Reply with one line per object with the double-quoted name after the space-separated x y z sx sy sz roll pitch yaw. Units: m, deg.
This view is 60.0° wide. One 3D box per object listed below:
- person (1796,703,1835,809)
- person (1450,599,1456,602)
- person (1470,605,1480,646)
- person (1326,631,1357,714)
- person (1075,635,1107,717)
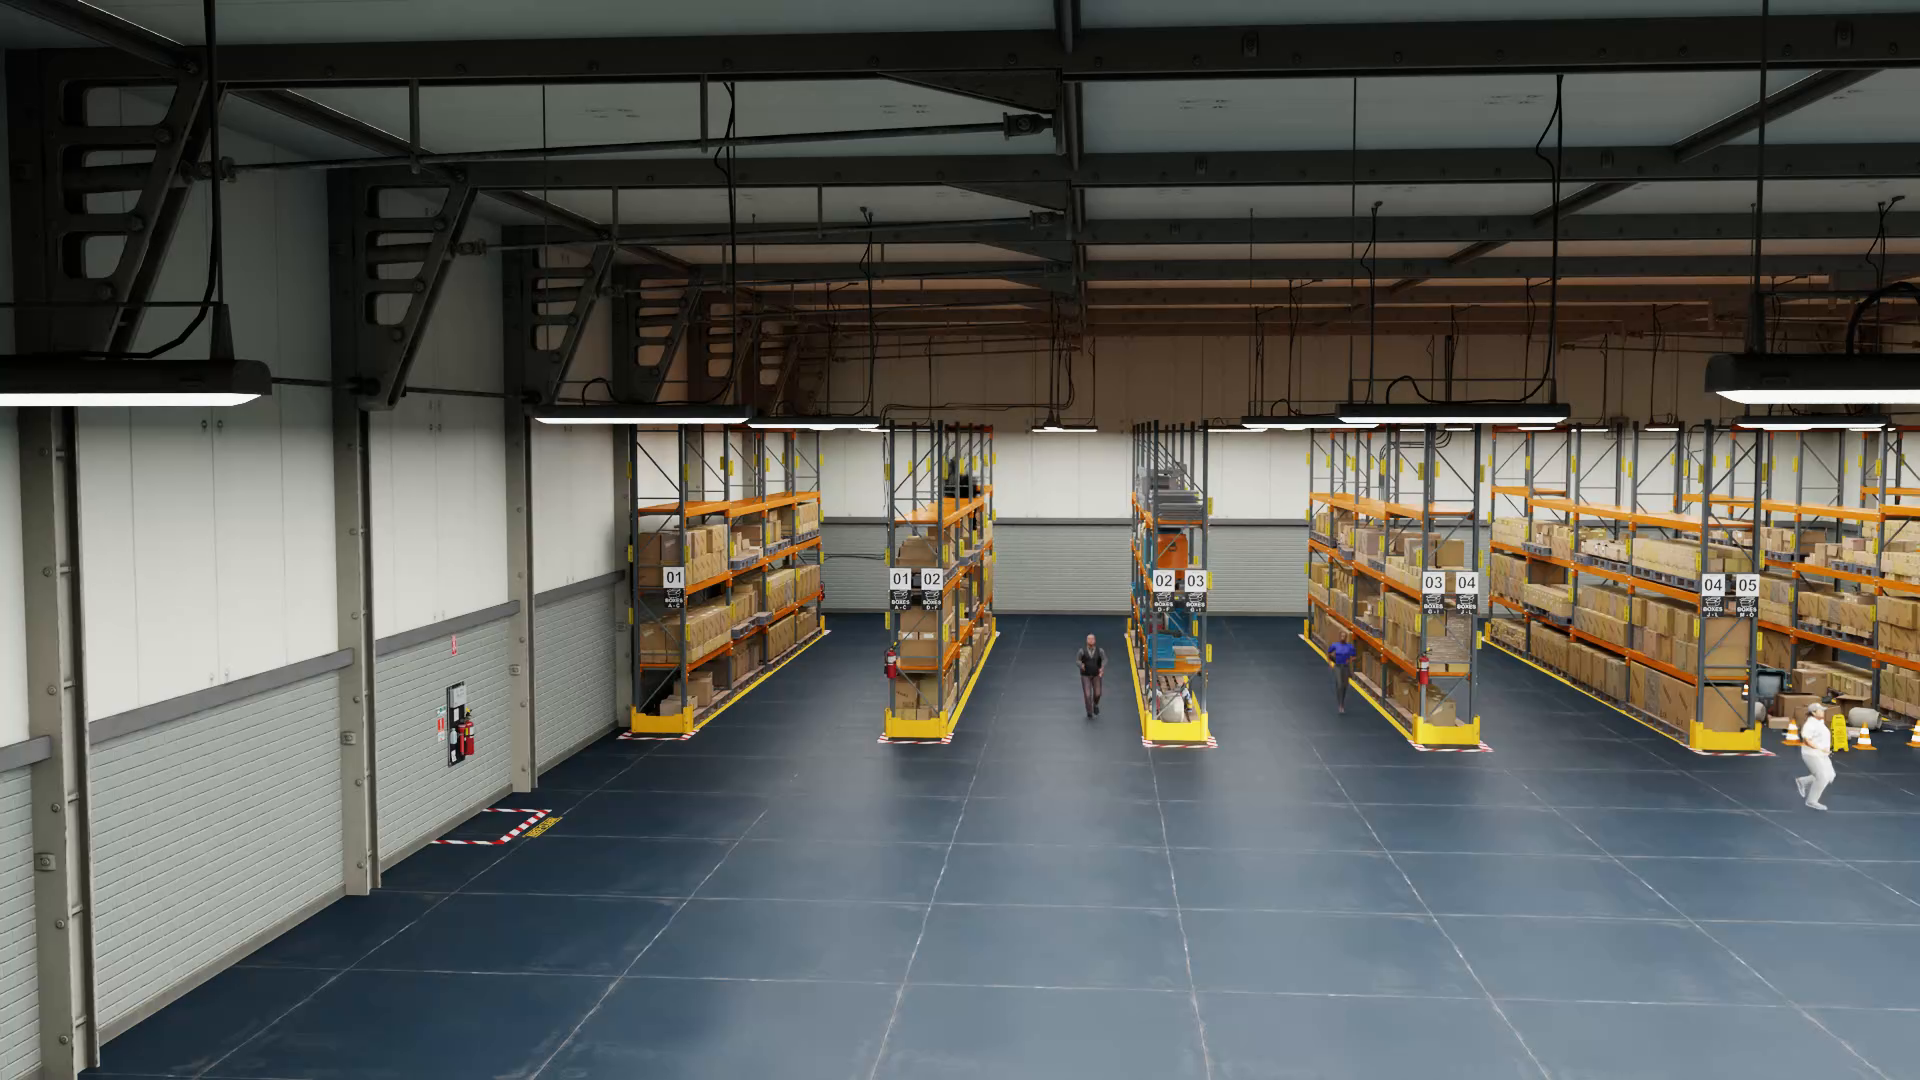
13.119 3.306 25.547 0.554 1.629 0.609 3 5 42 "person"
13.264 2.062 44.720 0.630 1.673 0.611 1 4 12 "person"
13.223 2.146 43.405 0.663 1.707 0.729 1 4 9 "person"
7.904 2.701 34.398 0.586 1.661 0.867 0 4 0 "person"
2.656 2.752 33.551 0.651 1.675 0.583 0 4 2 "person"
